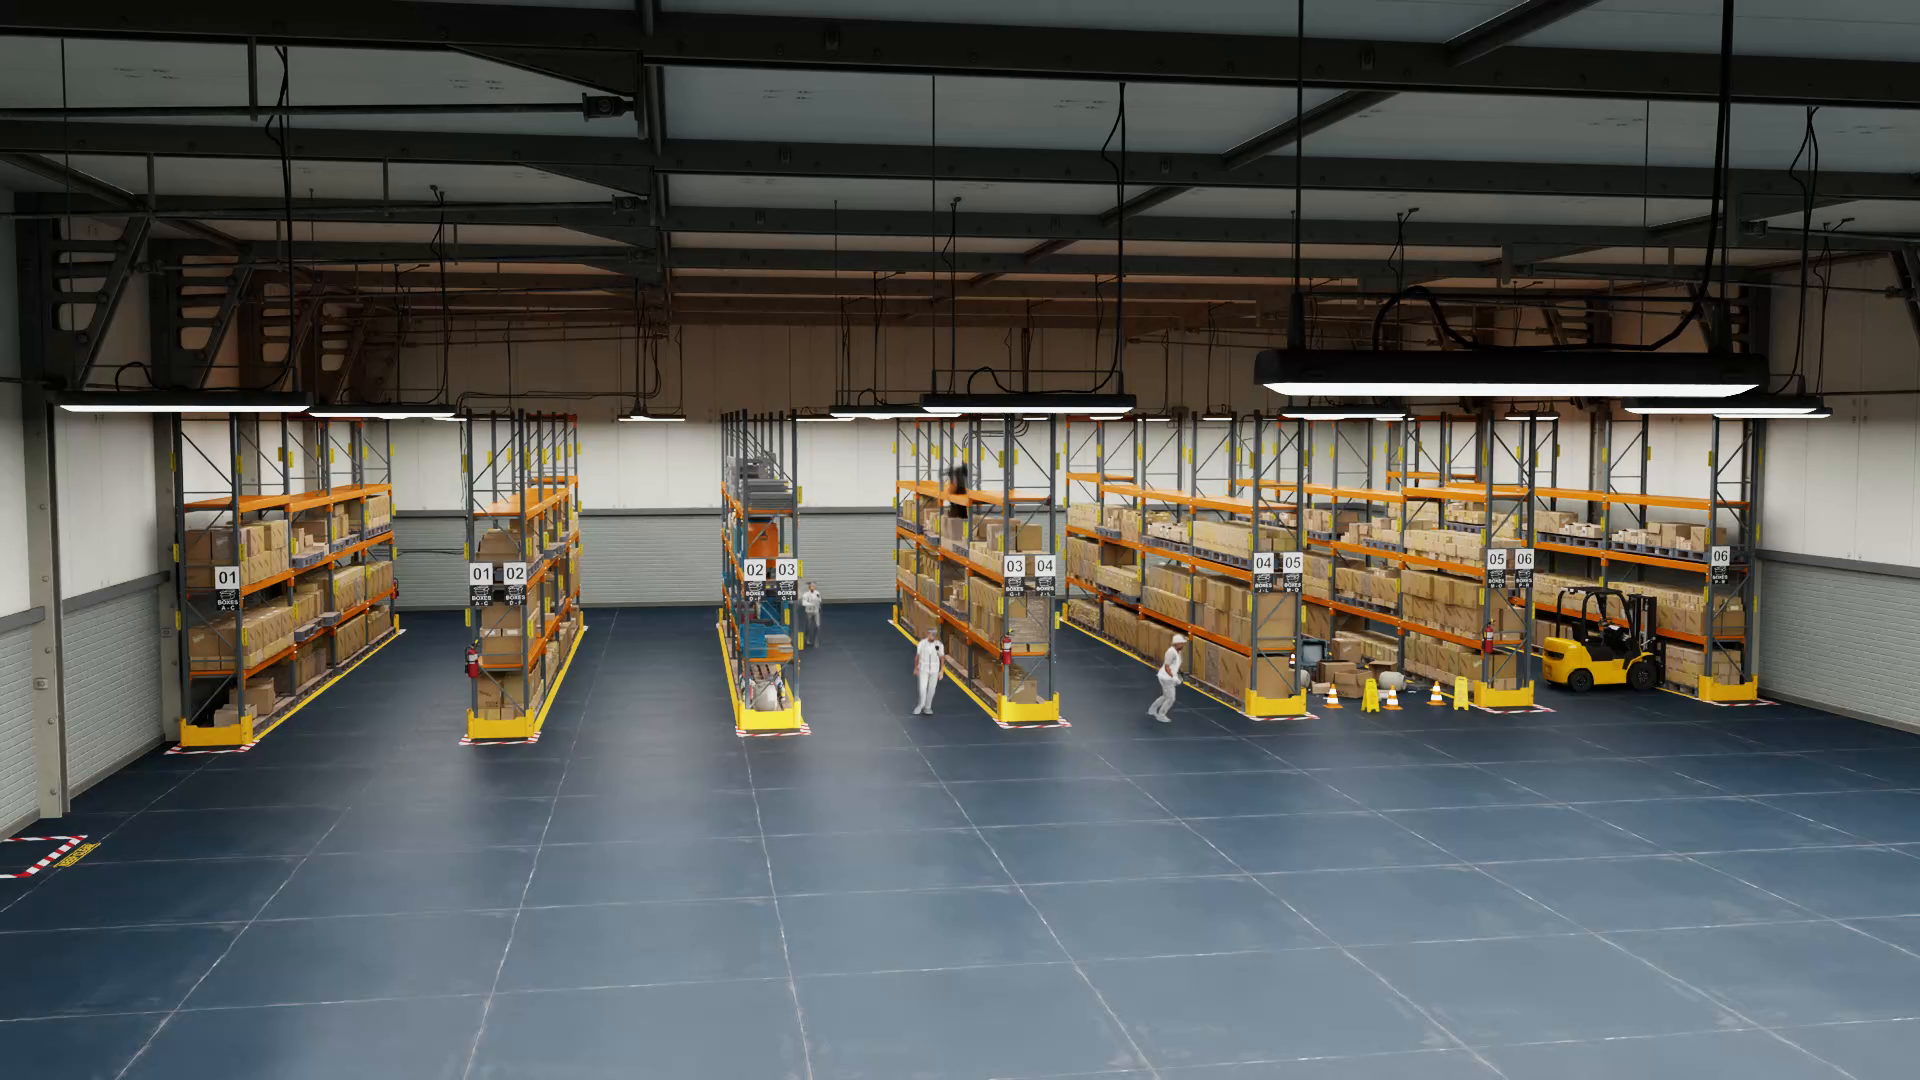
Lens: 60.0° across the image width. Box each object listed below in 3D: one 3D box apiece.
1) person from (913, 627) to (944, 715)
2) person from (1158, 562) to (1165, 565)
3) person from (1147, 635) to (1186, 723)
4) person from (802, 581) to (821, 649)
[{"bbox_3d":[-0.621,2.560,32.652,0.624,1.737,0.546,-1,4,-10],"label":"person"},{"bbox_3d":[5.913,1.503,48.034,0.577,1.721,0.962,-4,5,-43],"label":"person"},{"bbox_3d":[3.946,2.652,31.849,0.794,1.706,0.657,1,4,18],"label":"person"},{"bbox_3d":[-3.795,1.905,42.644,0.570,1.745,0.831,-1,4,-20],"label":"person"}]
